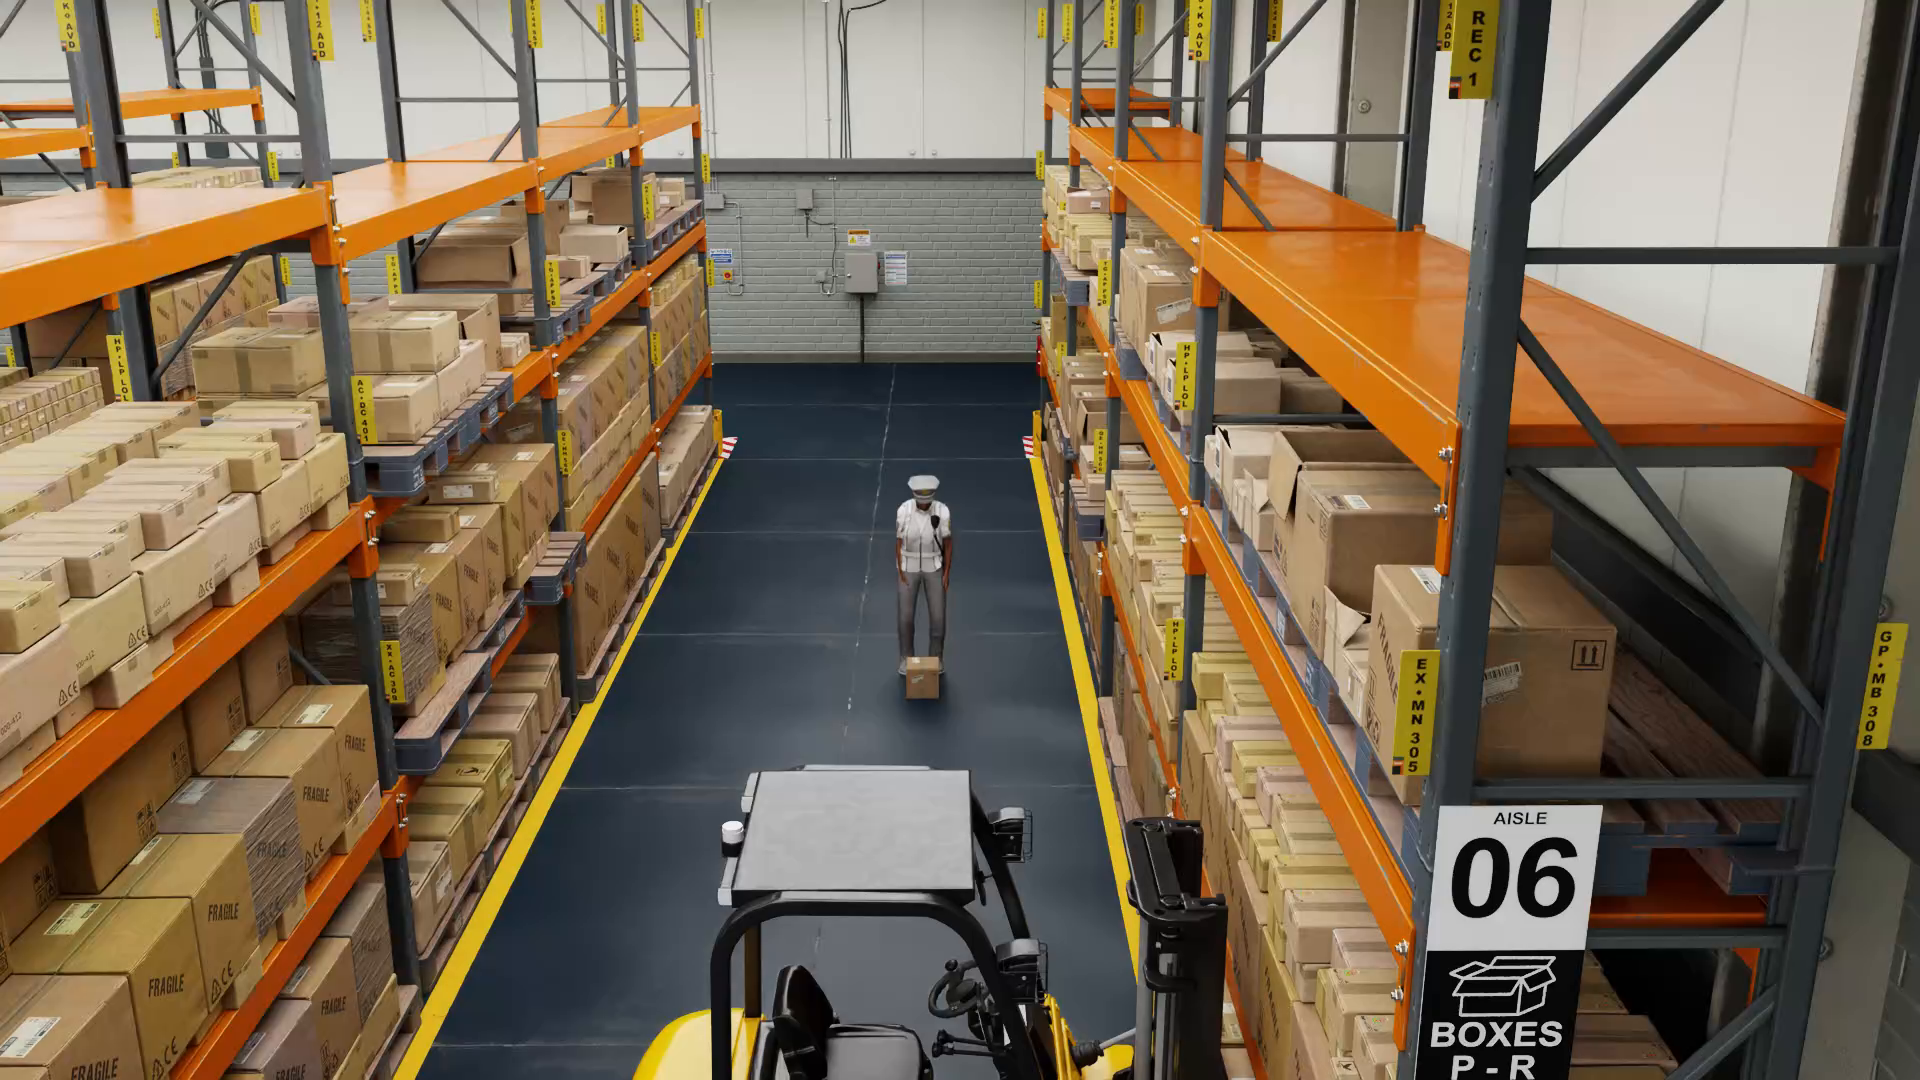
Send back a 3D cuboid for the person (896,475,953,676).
[{"bbox_3d":[-0.282,0.276,13.248,0.451,1.637,0.410,0,17,0],"label":"person"}]
